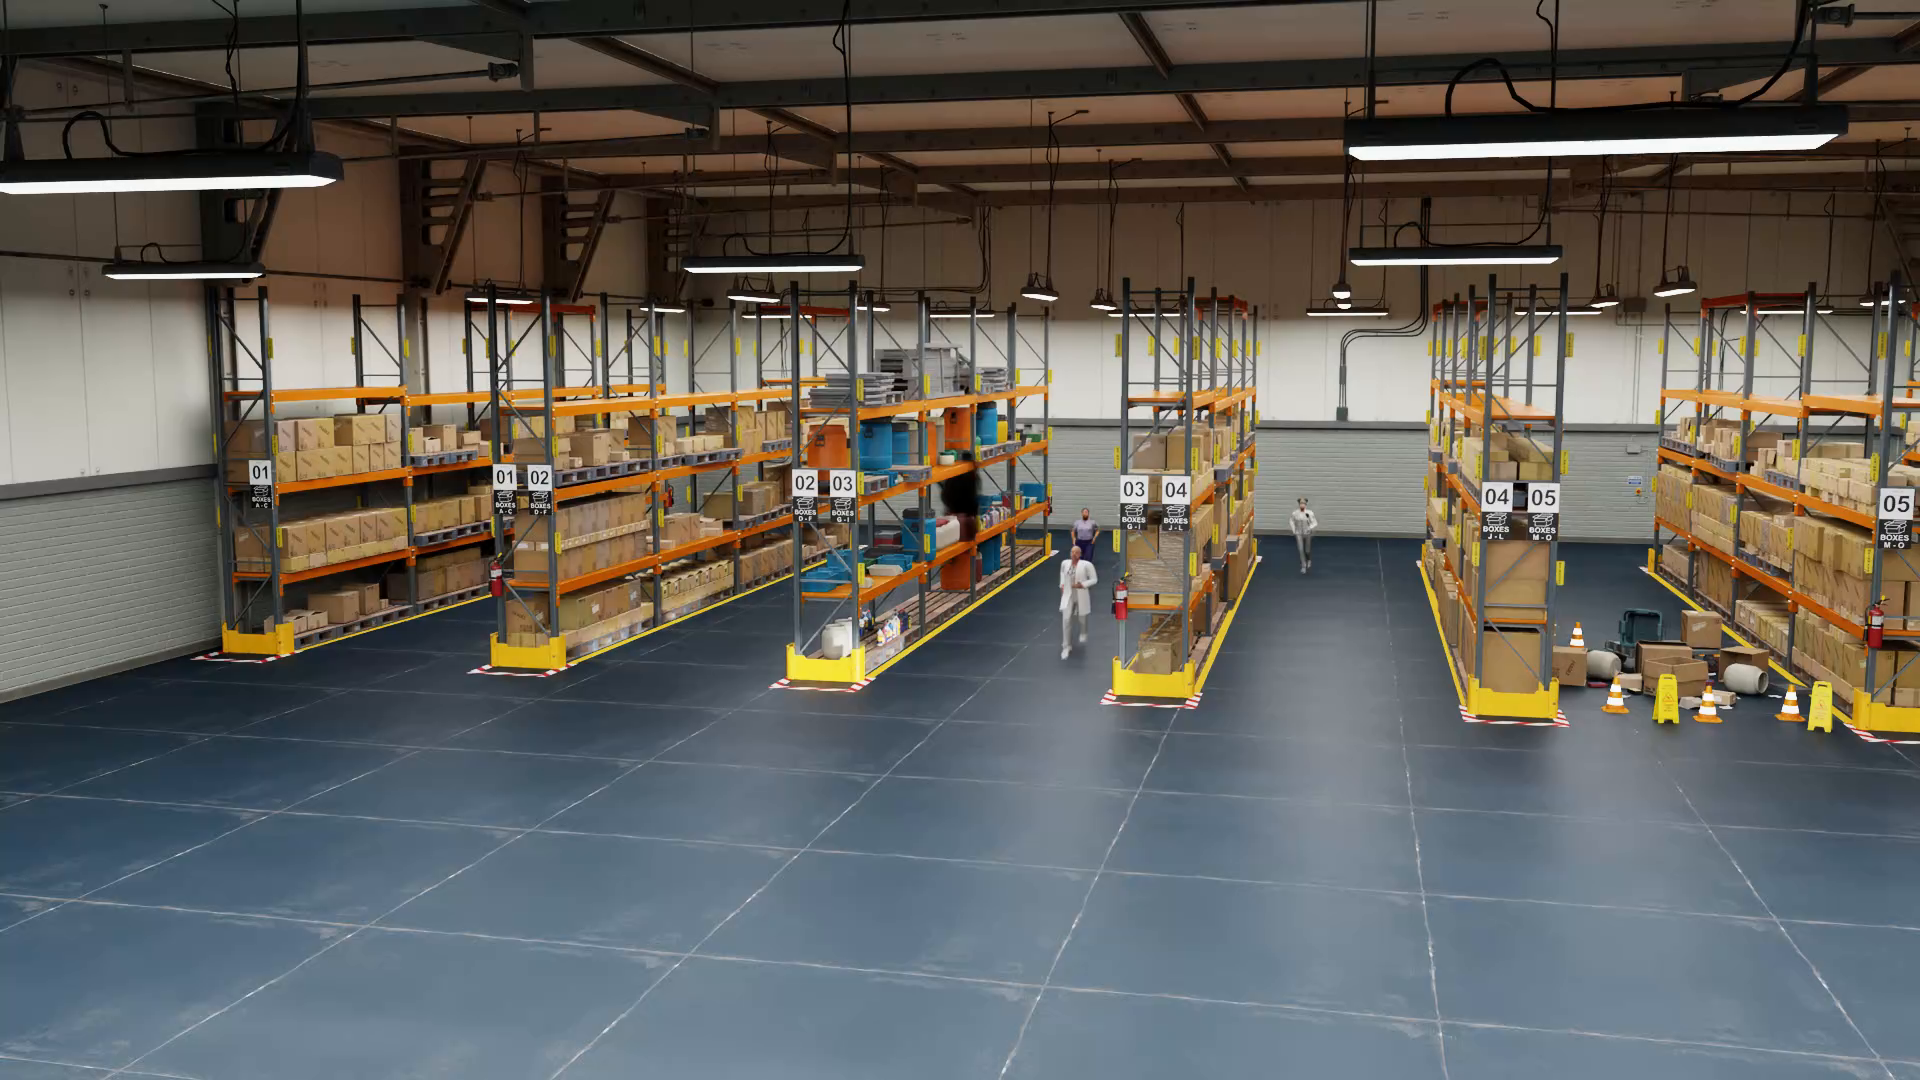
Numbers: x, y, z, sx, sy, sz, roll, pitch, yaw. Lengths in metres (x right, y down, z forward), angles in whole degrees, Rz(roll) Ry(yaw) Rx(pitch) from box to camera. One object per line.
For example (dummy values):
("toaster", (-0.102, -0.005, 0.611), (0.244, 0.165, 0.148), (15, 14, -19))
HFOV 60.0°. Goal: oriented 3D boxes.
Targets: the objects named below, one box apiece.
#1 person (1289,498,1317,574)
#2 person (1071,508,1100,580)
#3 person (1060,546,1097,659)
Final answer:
("person", (7.702, -0.111, 37.396), (0.628, 1.680, 0.727), (2, 7, 16))
("person", (2.701, 0.110, 35.824), (0.614, 1.609, 0.575), (1, 7, 4))
("person", (1.940, 0.989, 27.376), (0.668, 1.805, 1.198), (2, 7, 13))
